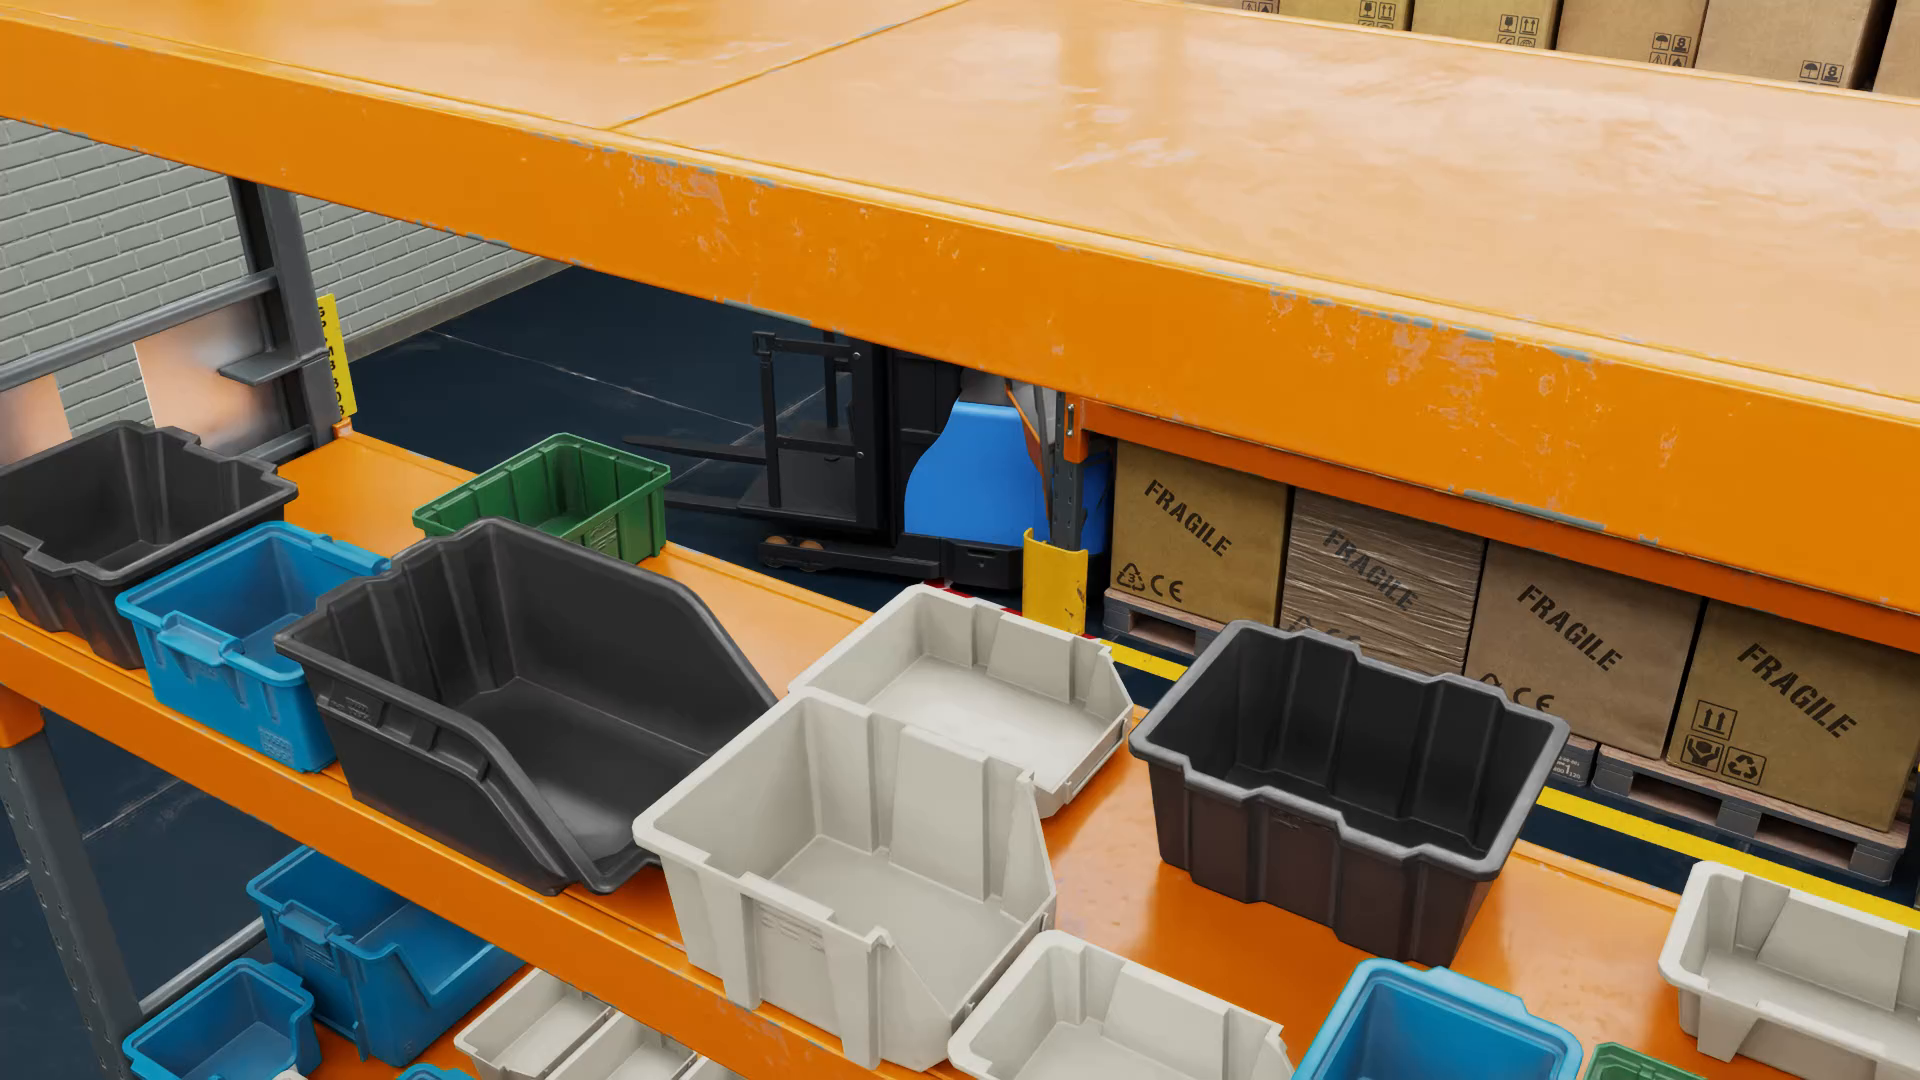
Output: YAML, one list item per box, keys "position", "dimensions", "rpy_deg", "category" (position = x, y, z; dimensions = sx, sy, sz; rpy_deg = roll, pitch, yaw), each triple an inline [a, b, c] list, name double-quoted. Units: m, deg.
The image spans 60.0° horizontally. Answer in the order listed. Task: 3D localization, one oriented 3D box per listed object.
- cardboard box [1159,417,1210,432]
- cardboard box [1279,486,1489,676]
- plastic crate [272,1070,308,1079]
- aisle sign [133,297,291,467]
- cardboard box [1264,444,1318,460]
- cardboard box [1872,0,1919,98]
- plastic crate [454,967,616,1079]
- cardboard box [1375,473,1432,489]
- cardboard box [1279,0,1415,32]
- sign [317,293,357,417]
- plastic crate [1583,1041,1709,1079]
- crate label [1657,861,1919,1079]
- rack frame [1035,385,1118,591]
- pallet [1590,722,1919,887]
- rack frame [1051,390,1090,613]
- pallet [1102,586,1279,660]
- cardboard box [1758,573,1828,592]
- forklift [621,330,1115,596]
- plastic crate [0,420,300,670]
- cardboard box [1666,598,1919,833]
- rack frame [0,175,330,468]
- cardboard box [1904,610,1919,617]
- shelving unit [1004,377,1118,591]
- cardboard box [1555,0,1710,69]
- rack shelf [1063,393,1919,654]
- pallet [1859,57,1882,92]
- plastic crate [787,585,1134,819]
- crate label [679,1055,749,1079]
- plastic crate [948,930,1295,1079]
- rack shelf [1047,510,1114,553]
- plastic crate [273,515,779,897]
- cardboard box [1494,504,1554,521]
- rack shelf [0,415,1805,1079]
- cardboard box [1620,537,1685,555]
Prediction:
- position: [1.114, -0.663, 7.659]
  dimensions: [0.250, 0.149, 0.380]
  rpy_deg: [17, 34, 27]
  category: "cardboard box"
- position: [2.126, 0.042, 7.894]
  dimensions: [0.875, 0.875, 0.875]
  rpy_deg: [18, 35, 27]
  category: "cardboard box"
- position: [-1.601, 1.454, 3.983]
  dimensions: [0.298, 0.136, 0.250]
  rpy_deg: [18, 35, 27]
  category: "plastic crate"
- position: [-1.768, -0.229, 4.086]
  dimensions: [0.004, 0.787, 0.394]
  rpy_deg: [18, 35, 27]
  category: "aisle sign"
- position: [1.552, -0.525, 7.423]
  dimensions: [0.250, 0.149, 0.380]
  rpy_deg: [17, 34, 27]
  category: "cardboard box"
- position: [3.464, -1.752, 5.684]
  dimensions: [0.500, 0.500, 0.700]
  rpy_deg: [15, 34, 25]
  category: "cardboard box"
- position: [-1.076, 1.267, 4.303]
  dimensions: [0.243, 0.136, 0.396]
  rpy_deg: [18, 35, 27]
  category: "plastic crate"
- position: [1.986, -0.388, 7.187]
  dimensions: [0.250, 0.149, 0.380]
  rpy_deg: [17, 34, 27]
  category: "cardboard box"
- position: [1.652, -2.320, 6.659]
  dimensions: [0.500, 0.500, 0.700]
  rpy_deg: [16, 34, 26]
  category: "cardboard box"
- position: [-1.584, -0.451, 4.174]
  dimensions: [0.005, 0.325, 0.100]
  rpy_deg: [18, 35, 27]
  category: "sign"
- position: [1.006, 0.921, 1.928]
  dimensions: [0.662, 0.188, 0.450]
  rpy_deg: [18, 35, 27]
  category: "plastic crate"
- position: [1.264, 0.674, 2.404]
  dimensions: [0.466, 0.136, 0.293]
  rpy_deg: [18, 35, 27]
  category: "crate label"
- position: [0.602, -0.355, 8.162]
  dimensions: [0.400, 2.100, 0.015]
  rpy_deg: [-18, 44, -10]
  category: "rack frame"
- position: [3.556, 0.963, 7.389]
  dimensions: [1.213, 0.211, 1.003]
  rpy_deg: [18, 35, 27]
  category: "pallet"
- position: [0.770, -1.076, 8.117]
  dimensions: [0.127, 3.000, 1.000]
  rpy_deg: [18, 35, 27]
  category: "rack frame"
- position: [1.489, 0.310, 8.510]
  dimensions: [1.213, 0.211, 1.003]
  rpy_deg: [18, 35, 27]
  category: "pallet"
- position: [3.291, 0.025, 6.480]
  dimensions: [0.250, 0.149, 0.380]
  rpy_deg: [17, 34, 27]
  category: "cardboard box"
- position: [-0.604, -1.343, 8.643]
  dimensions: [3.031, 2.935, 1.130]
  rpy_deg: [7, 31, 12]
  category: "forklift"
- position: [-1.685, 0.021, 3.390]
  dimensions: [0.590, 0.269, 0.497]
  rpy_deg: [18, 35, 27]
  category: "plastic crate"
- position: [3.642, 0.521, 7.072]
  dimensions: [0.875, 0.875, 0.875]
  rpy_deg: [18, 35, 27]
  category: "cardboard box"
- position: [-1.863, -1.553, 2.982]
  dimensions: [0.127, 3.000, 1.000]
  rpy_deg: [18, 35, 27]
  category: "rack frame"
- position: [3.726, 0.163, 6.244]
  dimensions: [0.250, 0.149, 0.380]
  rpy_deg: [18, 35, 28]
  category: "cardboard box"
- position: [0.521, -0.508, 8.334]
  dimensions: [0.431, 2.100, 0.503]
  rpy_deg: [-18, 44, -10]
  category: "shelving unit"
- position: [2.643, -2.098, 6.278]
  dimensions: [0.500, 0.500, 0.700]
  rpy_deg: [19, 35, 29]
  category: "cardboard box"
- position: [2.464, -0.229, 7.380]
  dimensions: [4.000, 0.370, 1.077]
  rpy_deg: [18, 35, 27]
  category: "rack shelf"
- position: [3.471, -1.485, 5.930]
  dimensions: [1.213, 0.211, 1.003]
  rpy_deg: [18, 35, 27]
  category: "pallet"
- position: [0.019, 0.304, 3.037]
  dimensions: [0.530, 0.136, 0.437]
  rpy_deg: [18, 35, 27]
  category: "plastic crate"
- position: [-0.589, 1.415, 4.049]
  dimensions: [0.243, 0.136, 0.396]
  rpy_deg: [18, 35, 27]
  category: "crate label"
- position: [0.246, 0.750, 2.273]
  dimensions: [0.466, 0.136, 0.293]
  rpy_deg: [18, 35, 27]
  category: "plastic crate"
- position: [0.601, 0.003, 8.825]
  dimensions: [0.431, 0.518, 0.480]
  rpy_deg: [-18, 44, -10]
  category: "rack shelf"
- position: [-0.715, 0.296, 2.851]
  dimensions: [0.767, 0.338, 0.504]
  rpy_deg: [18, 35, 27]
  category: "plastic crate"
- position: [2.422, -0.250, 6.952]
  dimensions: [0.250, 0.149, 0.380]
  rpy_deg: [18, 35, 28]
  category: "cardboard box"
- position: [-0.169, 0.589, 3.001]
  dimensions: [4.000, 0.370, 1.077]
  rpy_deg: [18, 35, 27]
  category: "rack shelf"
- position: [2.854, -0.113, 6.716]
  dimensions: [0.250, 0.149, 0.380]
  rpy_deg: [18, 35, 28]
  category: "cardboard box"
